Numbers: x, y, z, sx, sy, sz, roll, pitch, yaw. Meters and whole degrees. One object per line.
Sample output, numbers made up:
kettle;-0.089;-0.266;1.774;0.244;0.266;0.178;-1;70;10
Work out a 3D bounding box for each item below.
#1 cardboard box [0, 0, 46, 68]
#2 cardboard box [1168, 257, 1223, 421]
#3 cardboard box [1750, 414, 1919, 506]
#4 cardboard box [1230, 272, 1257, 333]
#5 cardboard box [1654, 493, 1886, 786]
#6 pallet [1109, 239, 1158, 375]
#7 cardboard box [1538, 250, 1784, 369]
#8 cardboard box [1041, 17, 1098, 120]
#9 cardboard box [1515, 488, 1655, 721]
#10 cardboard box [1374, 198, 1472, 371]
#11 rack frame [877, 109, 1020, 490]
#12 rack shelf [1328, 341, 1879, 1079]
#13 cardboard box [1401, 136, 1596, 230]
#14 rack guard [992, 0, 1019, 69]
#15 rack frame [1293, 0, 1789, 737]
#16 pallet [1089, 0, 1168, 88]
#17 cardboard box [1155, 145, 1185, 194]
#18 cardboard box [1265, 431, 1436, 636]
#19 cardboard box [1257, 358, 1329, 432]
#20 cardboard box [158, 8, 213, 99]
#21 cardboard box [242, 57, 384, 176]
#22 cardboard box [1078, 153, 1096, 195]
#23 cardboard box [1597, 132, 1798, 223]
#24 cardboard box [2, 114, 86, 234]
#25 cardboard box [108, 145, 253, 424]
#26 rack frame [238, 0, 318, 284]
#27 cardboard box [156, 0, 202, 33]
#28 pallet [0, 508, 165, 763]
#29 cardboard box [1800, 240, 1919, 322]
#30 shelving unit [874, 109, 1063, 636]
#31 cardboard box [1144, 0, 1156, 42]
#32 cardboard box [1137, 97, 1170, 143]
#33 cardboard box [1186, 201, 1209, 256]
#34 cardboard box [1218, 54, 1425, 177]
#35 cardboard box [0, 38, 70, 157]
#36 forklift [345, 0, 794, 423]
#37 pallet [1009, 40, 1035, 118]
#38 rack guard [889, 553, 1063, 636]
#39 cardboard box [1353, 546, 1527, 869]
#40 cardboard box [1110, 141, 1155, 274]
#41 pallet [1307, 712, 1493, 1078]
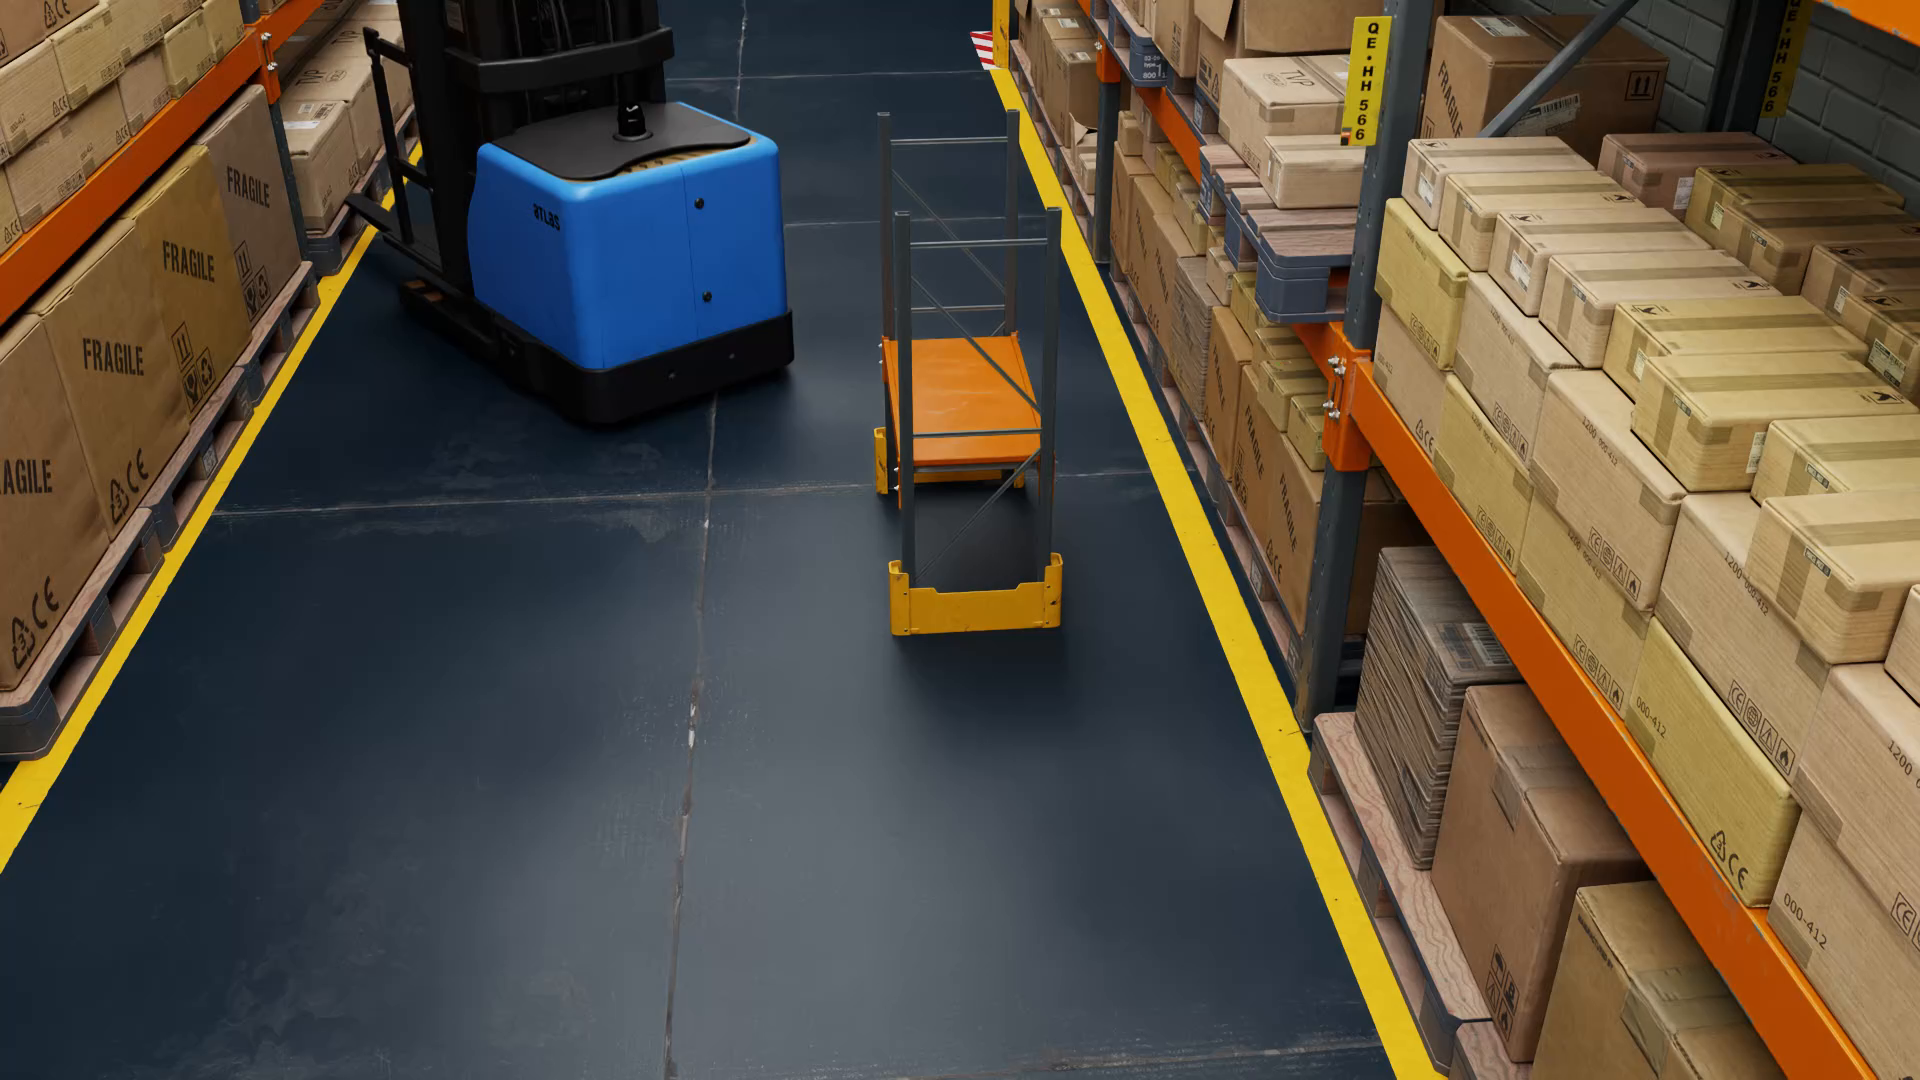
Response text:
cardboard box;-3.263;-1.741;5.167;0.500;0.500;0.500;-2;31;-3
cardboard box;1.161;-0.827;6.738;0.500;0.500;0.500;-4;31;-6
cardboard box;1.558;-0.085;2.737;0.380;0.149;0.250;-3;31;-5
cardboard box;1.231;-0.892;6.213;0.380;0.149;0.250;-3;31;-5
cardboard box;1.517;0.144;2.742;0.500;0.250;0.500;-2;31;-4
pallet;1.310;-1.159;7.984;1.003;0.211;1.213;-3;31;-5
cardboard box;1.419;-0.473;3.386;0.380;0.149;0.250;-2;31;-4
cardboard box;0.776;-2.889;10.190;0.500;0.500;0.500;-2;31;-4
cardboard box;1.465;0.095;3.312;0.500;0.250;0.500;-4;31;-6
cardboard box;1.343;-0.638;4.052;0.500;0.250;0.500;-3;31;-5
rack frame;-0.040;-0.860;6.227;0.500;1.500;0.032;-3;31;-5
rack shelf;1.757;0.603;3.017;1.077;0.370;4.000;-3;31;-5
cardboard box;1.306;-0.872;4.054;0.380;0.149;0.250;-2;31;-3
rack guard;0.829;-3.700;11.956;1.175;0.500;0.348;-3;31;-5
rack frame;1.570;-0.727;4.542;1.000;3.000;0.127;-3;31;-5
pallet;1.162;-2.274;7.319;1.003;0.211;1.213;-3;31;-5
cardboard box;1.103;-1.691;7.551;0.380;0.149;0.250;-4;31;-7
cardboard box;1.316;-0.040;5.420;0.500;0.500;0.500;-2;31;-3
cardboard box;1.215;-0.491;5.542;0.380;0.149;0.250;-4;31;-7
cardboard box;-3.406;-1.988;6.800;0.500;0.250;0.500;-3;31;-5
cardboard box;-3.782;-2.393;9.420;0.875;0.438;0.875;-4;31;-6
cardboard box;0.852;-1.996;9.037;0.380;0.149;0.250;-4;31;-6
cardboard box;1.802;-0.892;4.089;0.380;0.149;0.250;-2;31;-3
cardboard box;-3.276;-1.214;5.504;0.500;0.250;0.500;-2;31;-3
cardboard box;-3.516;-1.024;6.702;0.875;0.875;0.875;-2;31;-3
rack frame;-3.746;-2.530;7.560;1.000;3.000;0.127;-3;31;-5
cardboard box;-3.408;-2.212;6.686;0.500;0.250;0.500;-2;31;-3
pallet;-3.371;0.304;5.536;1.003;0.211;1.213;-3;31;-5
cardboard box;1.993;-0.507;3.443;0.380;0.149;0.250;-3;31;-6
shelving unit;0.007;-0.605;5.800;0.587;1.500;1.083;-3;31;-5
cardboard box;0.944;-2.164;6.670;0.396;0.266;0.258;-1;31;-2
cardboard box;1.037;-1.956;7.706;0.380;0.149;0.250;-4;31;-7
cardboard box;1.149;-1.296;6.889;0.380;0.149;0.250;-2;31;-3
cardboard box;1.149;-1.366;5.349;0.500;0.250;0.500;-4;31;-7
cardboard box;-3.255;-1.427;5.373;0.500;0.250;0.500;-3;31;-5
forklift;-2.077;-2.425;7.452;1.130;2.935;3.031;-23;38;-34
pallet;0.905;-3.169;11.349;1.003;0.211;1.213;-3;31;-5
rack guard;0.054;0.186;5.695;0.587;0.250;0.087;-3;31;-5
cardboard box;1.614;0.431;4.509;0.875;0.625;0.625;-2;31;-3
cardboard box;1.017;-1.619;8.063;0.500;0.500;0.500;-1;31;-2
pallet;1.608;0.892;4.551;1.003;0.211;1.213;-3;31;-5
